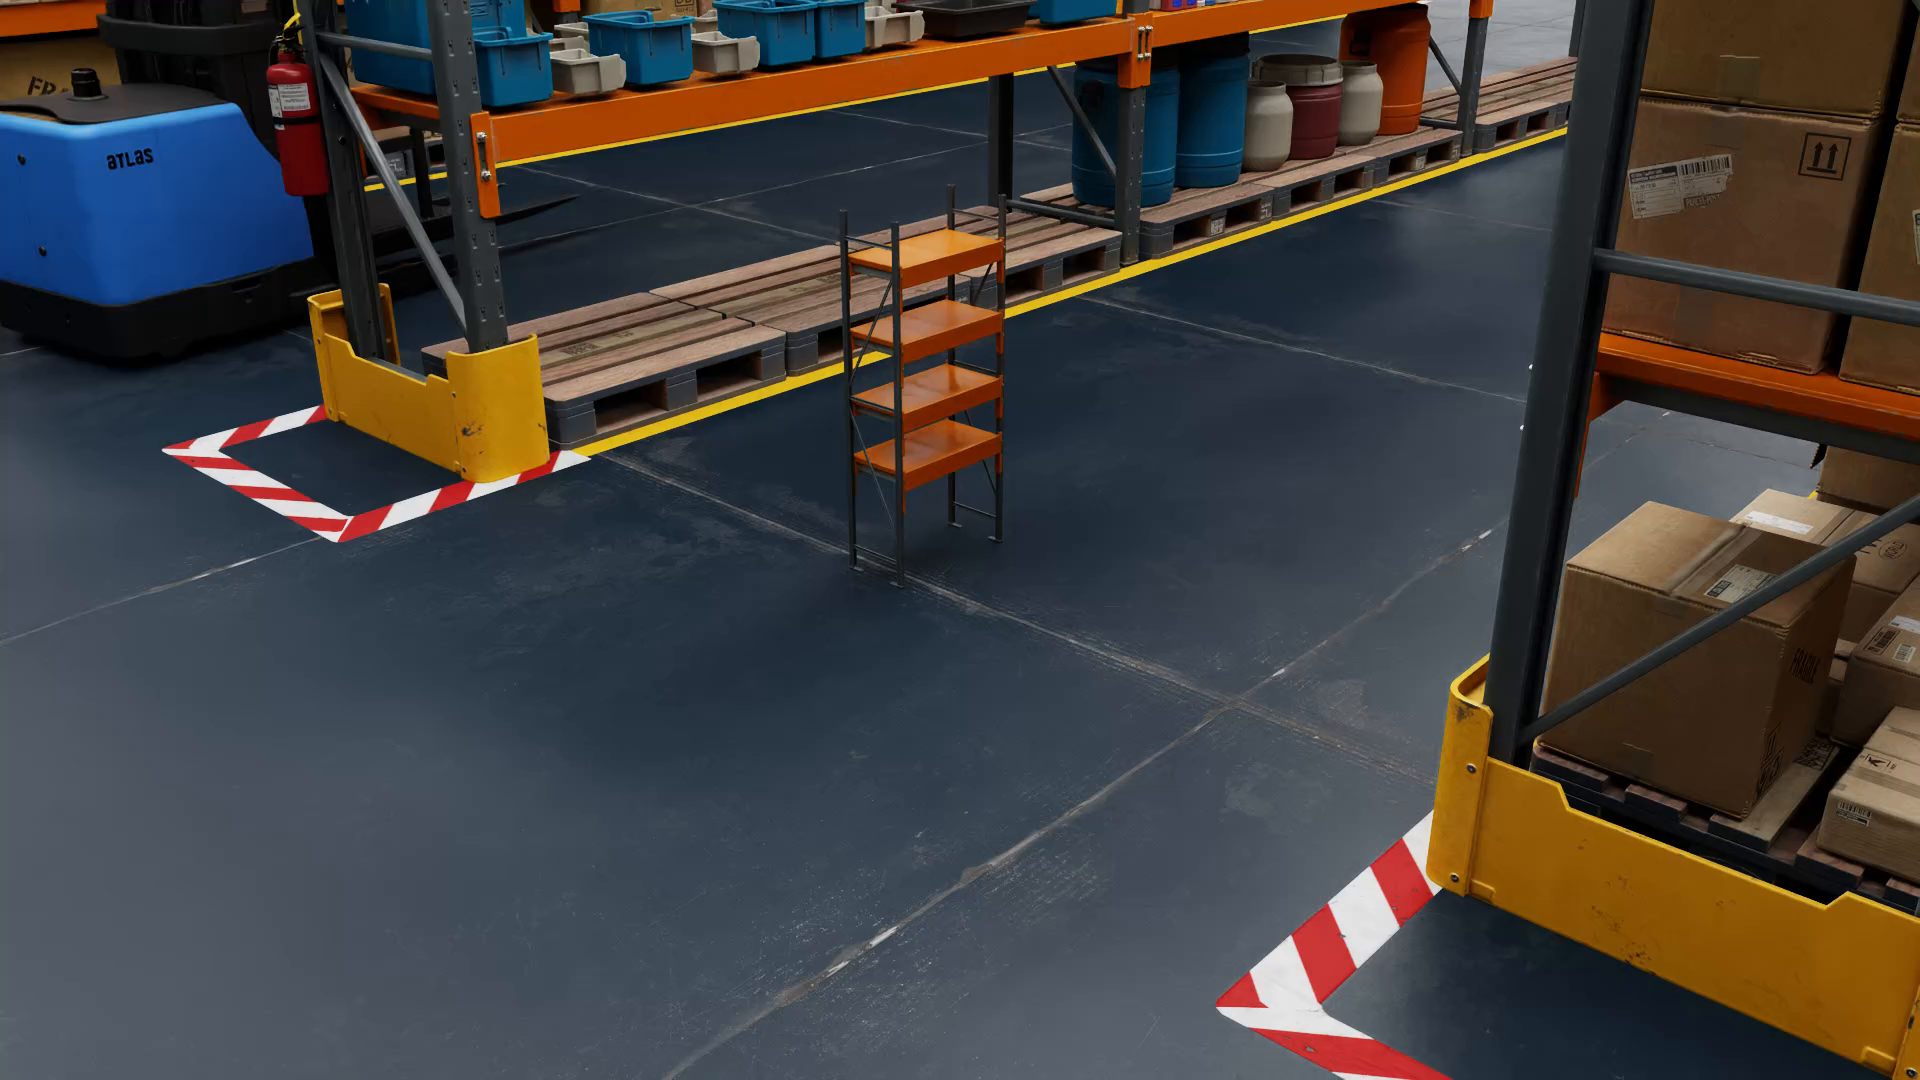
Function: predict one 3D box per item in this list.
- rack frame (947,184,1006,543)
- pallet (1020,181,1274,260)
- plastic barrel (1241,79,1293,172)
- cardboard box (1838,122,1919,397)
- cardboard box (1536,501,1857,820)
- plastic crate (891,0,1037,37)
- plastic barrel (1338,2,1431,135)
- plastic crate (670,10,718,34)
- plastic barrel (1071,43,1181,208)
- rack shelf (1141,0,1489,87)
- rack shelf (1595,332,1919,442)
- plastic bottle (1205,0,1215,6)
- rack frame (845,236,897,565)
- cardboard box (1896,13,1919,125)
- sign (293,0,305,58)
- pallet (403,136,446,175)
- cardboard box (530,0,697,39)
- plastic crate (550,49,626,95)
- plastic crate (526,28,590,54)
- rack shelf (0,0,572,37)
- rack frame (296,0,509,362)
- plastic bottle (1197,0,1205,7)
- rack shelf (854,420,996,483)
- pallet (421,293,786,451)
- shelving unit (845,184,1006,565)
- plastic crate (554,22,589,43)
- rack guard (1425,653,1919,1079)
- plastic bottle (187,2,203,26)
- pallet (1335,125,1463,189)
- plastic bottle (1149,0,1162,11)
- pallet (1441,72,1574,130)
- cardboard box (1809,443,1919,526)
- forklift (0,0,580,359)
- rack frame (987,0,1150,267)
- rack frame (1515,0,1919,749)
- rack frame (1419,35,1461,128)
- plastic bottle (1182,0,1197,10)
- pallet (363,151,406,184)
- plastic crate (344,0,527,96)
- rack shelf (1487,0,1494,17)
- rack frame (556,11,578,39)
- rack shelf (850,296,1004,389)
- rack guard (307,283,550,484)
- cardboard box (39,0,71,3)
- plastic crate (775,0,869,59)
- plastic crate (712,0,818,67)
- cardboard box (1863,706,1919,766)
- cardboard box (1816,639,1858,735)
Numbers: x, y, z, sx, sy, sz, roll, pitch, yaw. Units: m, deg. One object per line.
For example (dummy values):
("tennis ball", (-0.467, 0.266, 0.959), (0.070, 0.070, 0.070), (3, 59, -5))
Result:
("rack frame", (0.052, -0.571, 5.558), (0.240, 1.200, 0.015), (20, 31, 38))
("pallet", (1.115, -1.962, 9.867), (1.003, 0.211, 1.213), (20, 31, 38))
("plastic barrel", (1.860, -2.591, 10.390), (0.421, 0.512, 0.421), (0, 24, 0))
("cardboard box", (2.078, -0.547, 3.181), (0.500, 0.500, 0.500), (21, 32, 39))
("cardboard box", (1.765, 0.269, 4.001), (0.500, 0.500, 0.500), (20, 31, 38))
("plastic crate", (0.022, -2.498, 7.917), (0.437, 0.125, 0.590), (20, 31, 38))
("plastic barrel", (2.924, -3.277, 11.531), (0.600, 0.830, 0.708), (20, 31, 38))
("plastic crate", (-1.136, -2.268, 7.390), (0.298, 0.136, 0.250), (20, 31, 38))
("plastic barrel", (0.944, -2.405, 9.500), (0.600, 0.901, 0.708), (20, 31, 38))
("rack shelf", (1.903, -3.291, 10.304), (1.077, 0.370, 4.000), (20, 31, 38))
("rack shelf", (2.920, -0.841, 4.512), (0.919, 0.052, 3.809), (20, 31, 38))
("plastic bottle", (1.348, -3.057, 9.059), (0.097, 0.271, 0.097), (0, 24, 0))
("rack frame", (-0.274, -0.423, 5.227), (0.228, 1.046, 0.006), (20, 31, 38))
("cardboard box", (2.078, -1.003, 2.976), (0.500, 0.500, 0.500), (21, 32, 39))
("sign", (-2.521, -2.011, 6.370), (0.100, 0.325, 0.005), (20, 31, 38))
("pallet", (-3.686, -2.880, 11.915), (1.003, 0.211, 1.213), (20, 31, 38))
("cardboard box", (-2.708, -3.785, 12.610), (1.225, 0.875, 0.875), (20, 31, 38))
("plastic crate", (-1.415, -1.759, 6.256), (0.250, 0.136, 0.298), (20, 31, 38))
("plastic crate", (-1.692, -1.996, 6.785), (0.396, 0.136, 0.243), (20, 31, 38))
("rack shelf", (-4.455, -3.425, 10.602), (1.077, 0.370, 4.000), (20, 31, 38))
("rack frame", (-2.101, -1.792, 6.079), (1.000, 3.000, 0.127), (20, 31, 38))
("plastic bottle", (1.284, -2.996, 9.008), (0.097, 0.201, 0.097), (0, 24, 0))
("rack shelf", (-0.110, -0.290, 5.485), (0.221, 0.050, 0.457), (20, 31, 38))
("pallet", (-1.522, -0.760, 7.187), (1.003, 0.211, 1.213), (20, 31, 38))
("shelving unit", (-0.109, -0.498, 5.394), (0.258, 1.200, 0.499), (20, 31, 38))
("plastic crate", (-1.487, -2.081, 6.973), (0.396, 0.136, 0.243), (20, 31, 38))
("rack guard", (1.636, 0.680, 3.623), (1.175, 0.500, 0.348), (20, 31, 38))
("plastic bottle", (-3.567, -2.111, 8.003), (0.171, 1.395, 0.111), (20, 31, 38))
("pallet", (2.743, -2.705, 11.525), (1.003, 0.211, 1.213), (20, 31, 38))
("plastic bottle", (1.072, -3.019, 8.877), (0.144, 0.351, 0.185), (20, 31, 38))
("pallet", (4.599, -3.552, 13.414), (1.003, 0.211, 1.213), (20, 31, 38))
("cardboard box", (3.005, -0.144, 4.919), (0.797, 0.503, 0.637), (20, 31, 38))
("forklift", (-3.310, -2.696, 8.180), (1.130, 2.935, 3.031), (15, 28, 30))
("rack frame", (0.569, -3.010, 8.797), (1.000, 3.000, 0.127), (20, 31, 38))
("rack frame", (1.588, -0.437, 3.058), (0.949, 2.616, 0.053), (20, 31, 38))
("rack frame", (3.236, -4.230, 11.517), (0.949, 2.616, 0.053), (20, 31, 38))
("plastic bottle", (1.220, -2.993, 8.901), (0.061, 0.283, 0.133), (20, 31, 38))
("pallet", (-4.500, -2.506, 11.082), (1.003, 0.211, 1.213), (20, 31, 38))
("plastic crate", (-2.017, -1.988, 6.401), (0.616, 0.435, 0.499), (20, 31, 38))
("rack shelf", (4.573, -4.510, 13.022), (1.077, 0.370, 4.000), (20, 31, 38))
("rack frame", (-3.120, -4.363, 11.814), (1.000, 3.000, 0.127), (20, 31, 38))
("rack shelf", (-0.110, -0.640, 5.328), (0.258, 0.148, 0.480), (20, 31, 38))
("rack guard", (-2.107, -0.640, 6.566), (1.175, 0.500, 0.348), (20, 31, 38))
("cardboard box", (-5.137, -3.126, 9.362), (0.380, 0.149, 0.250), (20, 31, 37))
("plastic crate", (-0.612, -2.220, 7.167), (0.416, 0.233, 0.300), (20, 31, 38))
("plastic crate", (-0.812, -2.129, 6.963), (0.416, 0.233, 0.300), (20, 31, 38))
("cardboard box", (2.288, 0.544, 3.795), (0.380, 0.166, 0.250), (20, 31, 38))
("cardboard box", (2.102, 0.323, 4.290), (0.380, 0.166, 0.250), (20, 31, 38))
